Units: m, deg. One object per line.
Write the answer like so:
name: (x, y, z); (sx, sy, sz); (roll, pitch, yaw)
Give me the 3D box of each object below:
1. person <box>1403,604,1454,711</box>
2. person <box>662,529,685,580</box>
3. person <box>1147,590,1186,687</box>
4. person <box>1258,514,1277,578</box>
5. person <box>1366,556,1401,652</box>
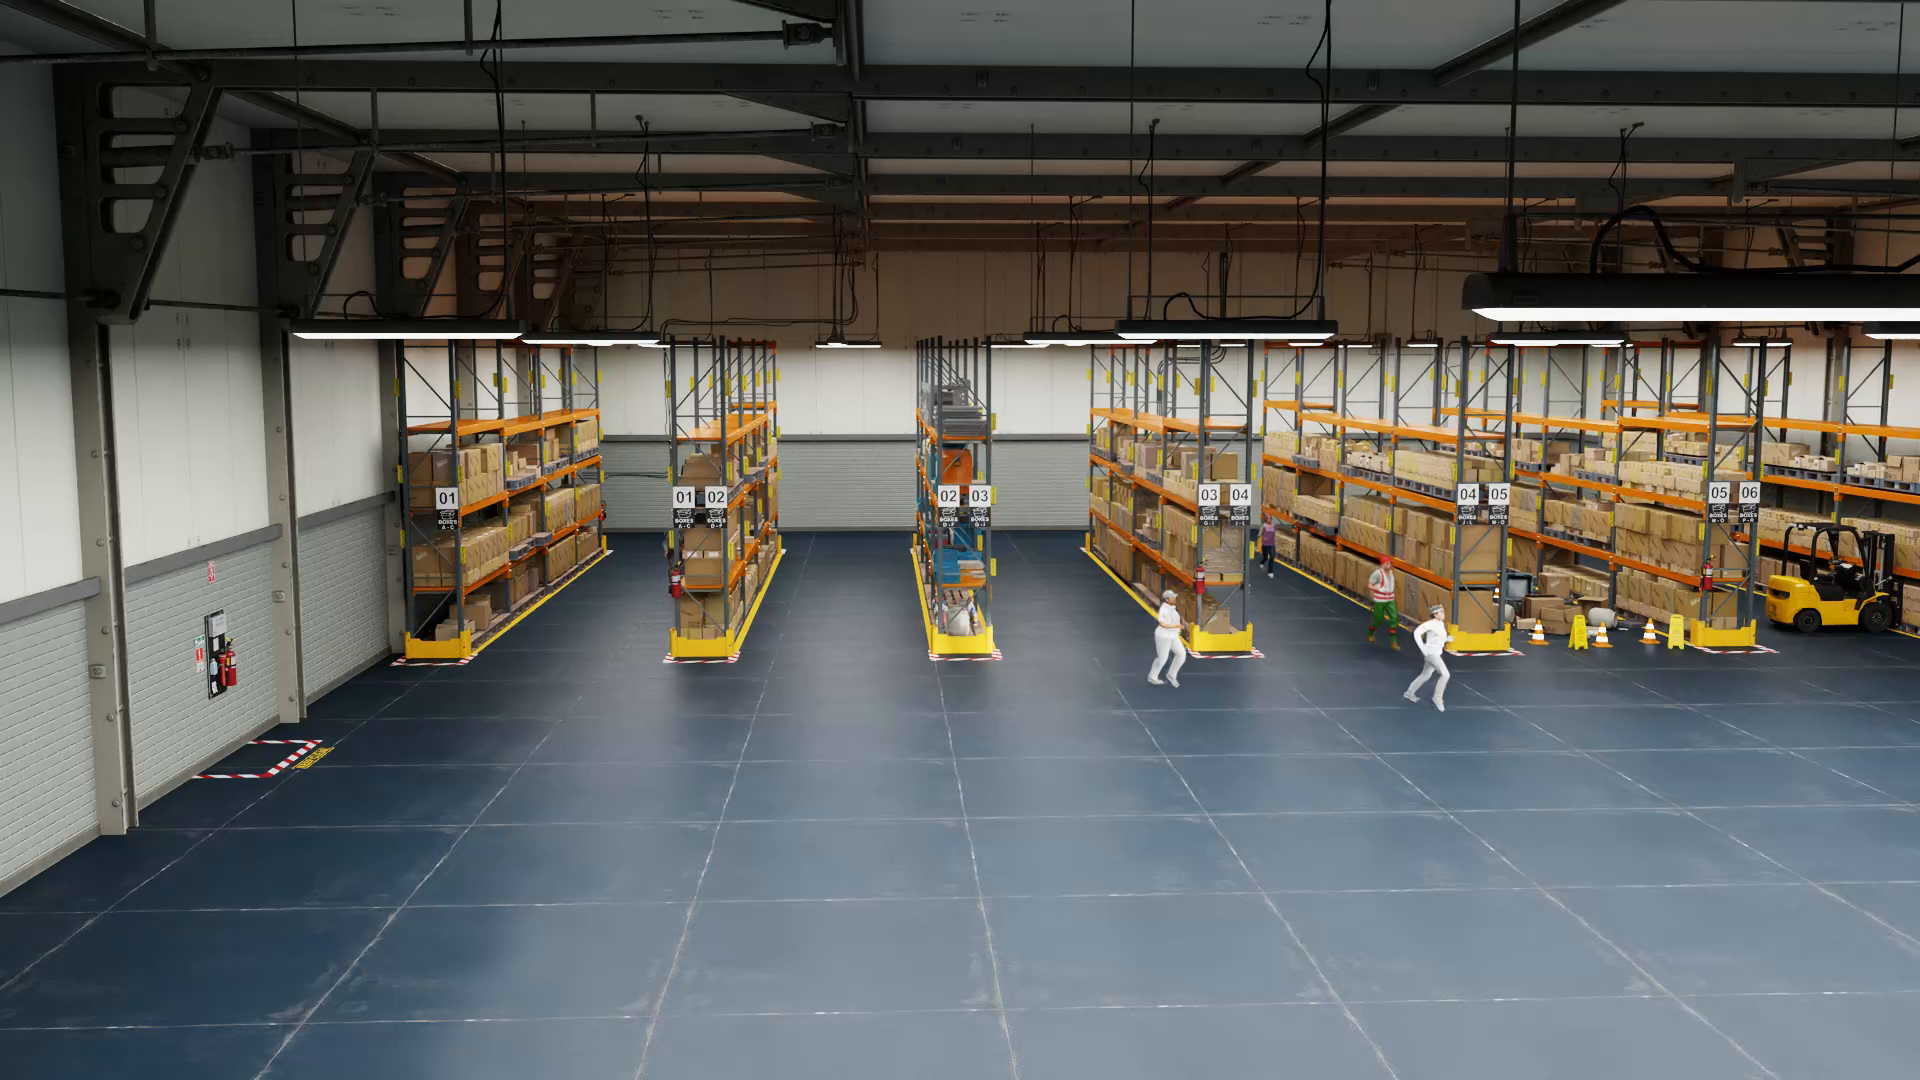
person: (7.540, 1.876, 26.725); (0.792, 1.748, 0.590); (4, 8, 32)
person: (-6.605, 0.461, 38.851); (0.676, 1.710, 0.802); (-1, 7, -9)
person: (3.541, 1.694, 28.376); (0.708, 1.698, 0.590); (4, 8, 33)
person: (7.820, 0.142, 42.244); (0.539, 1.591, 0.831); (-1, 7, -9)
person: (8.165, 1.194, 32.089); (0.688, 1.797, 0.962); (-2, 7, -20)
